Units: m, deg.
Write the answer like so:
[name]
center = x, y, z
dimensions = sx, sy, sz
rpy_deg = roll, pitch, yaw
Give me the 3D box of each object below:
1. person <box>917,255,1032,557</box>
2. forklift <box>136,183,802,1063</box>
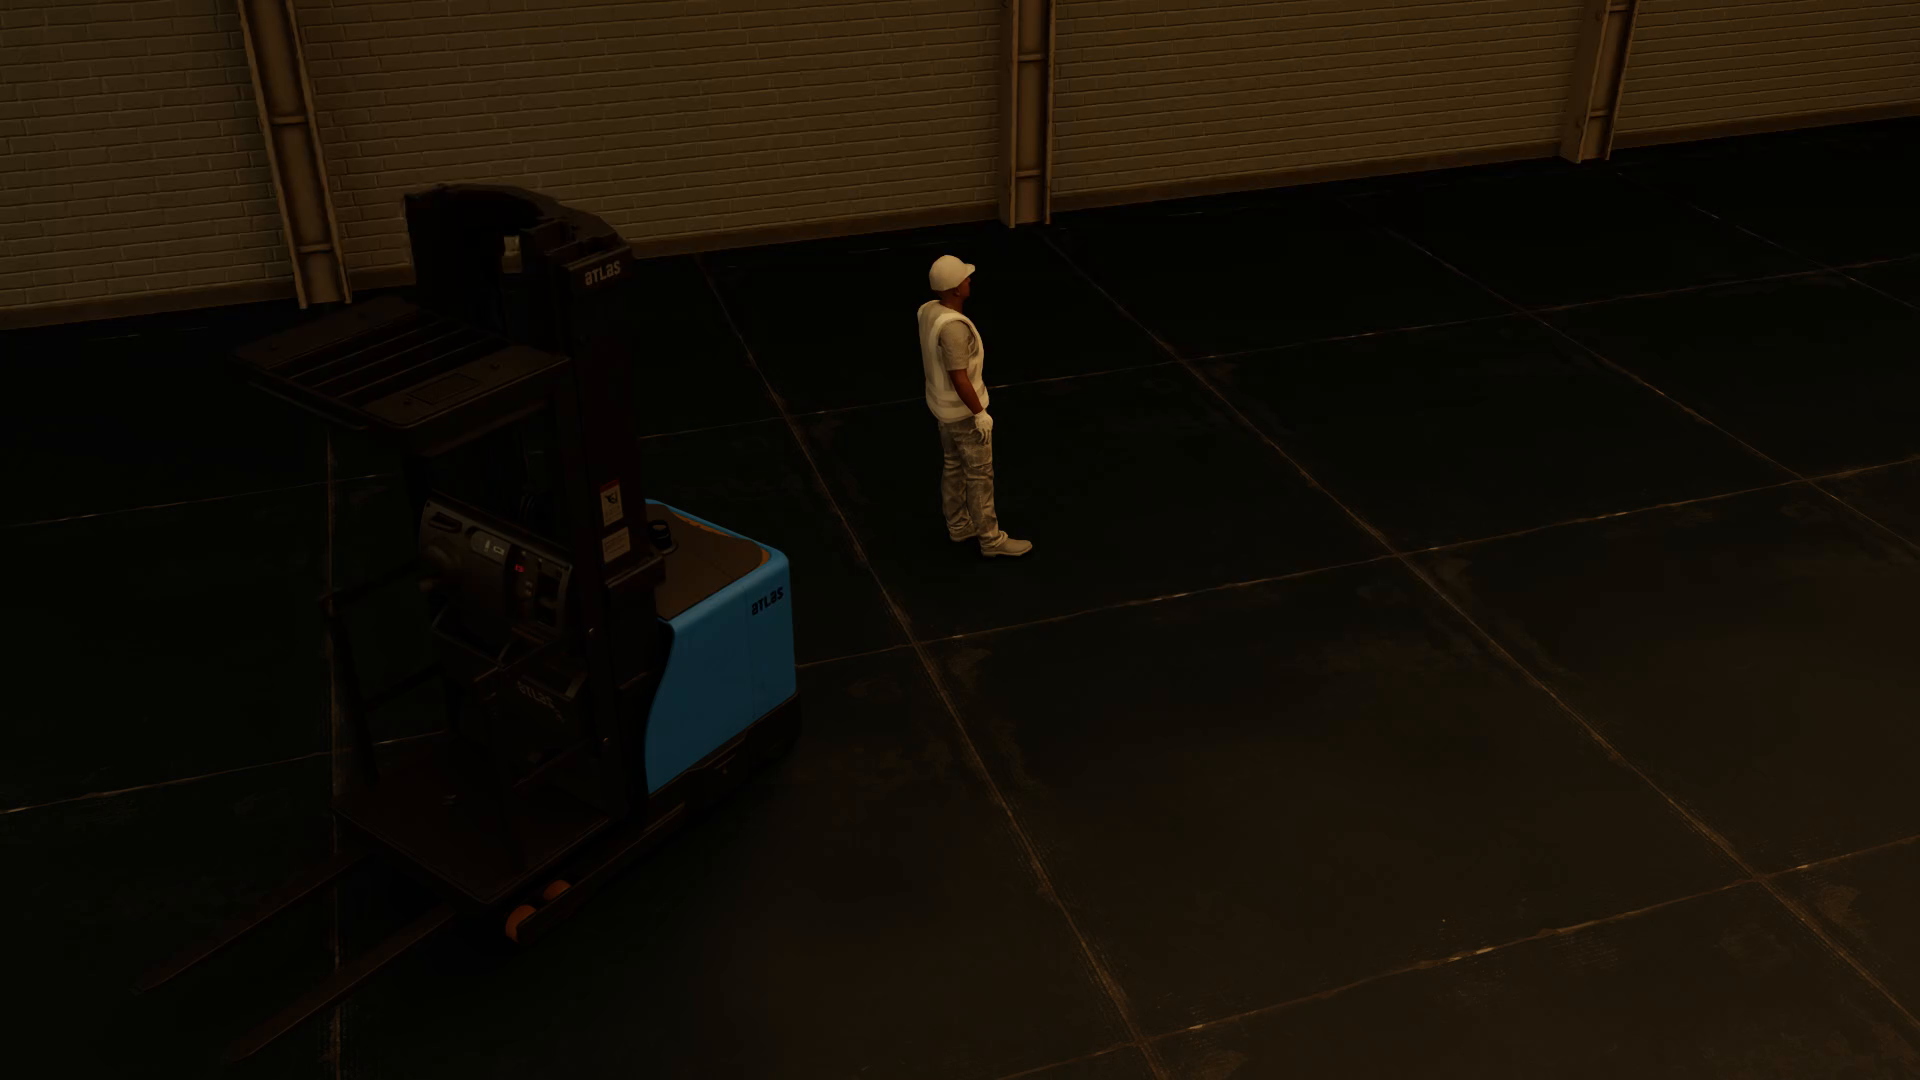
[person]
center = 0.071, -0.787, 9.591
dimensions = 0.575, 1.785, 0.657
rpy_deg = -10, 31, -16
[forklift]
center = -2.069, 0.167, 6.797
dimensions = 1.130, 2.935, 3.031
rpy_deg = 20, 36, 31
